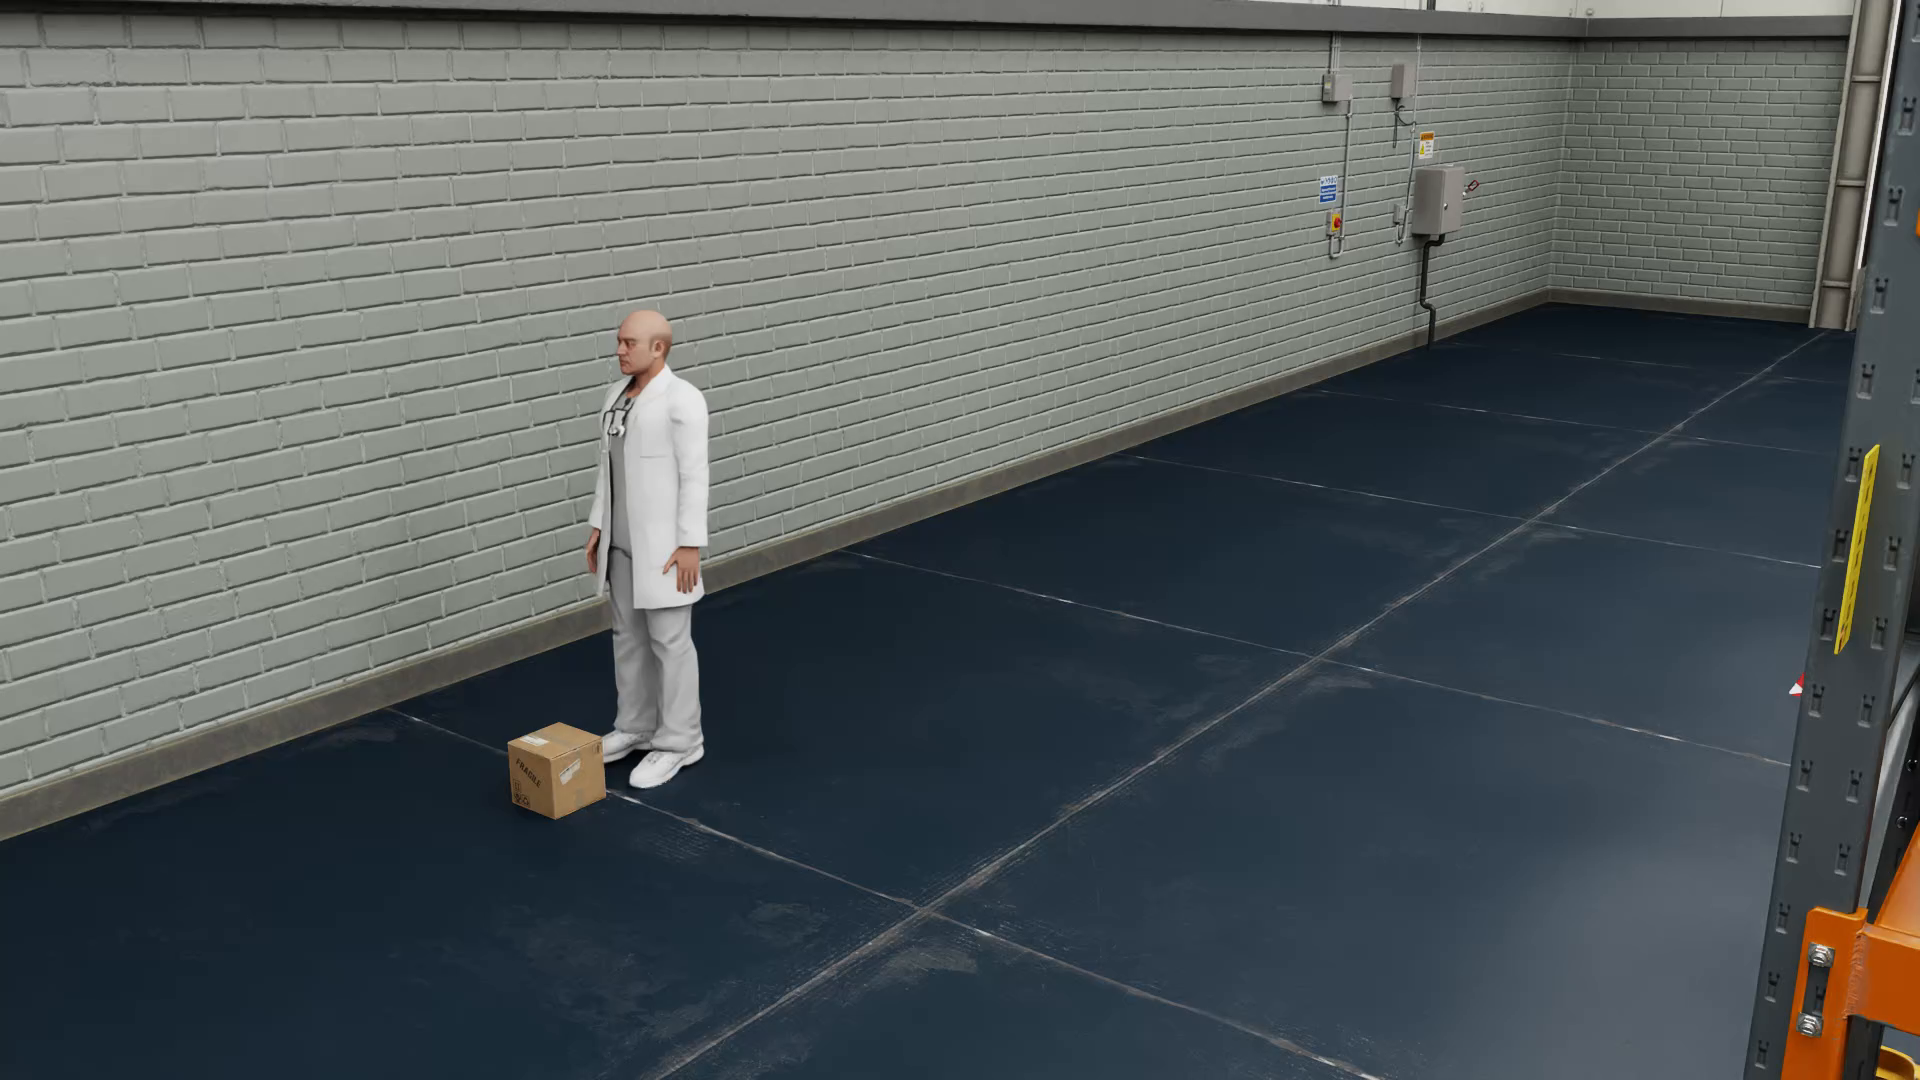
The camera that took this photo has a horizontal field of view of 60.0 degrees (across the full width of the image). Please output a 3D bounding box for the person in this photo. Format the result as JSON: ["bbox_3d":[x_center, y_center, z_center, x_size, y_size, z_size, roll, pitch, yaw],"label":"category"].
[{"bbox_3d":[-1.255,0.025,6.430,0.618,1.802,0.470,14,21,40],"label":"person"}]
